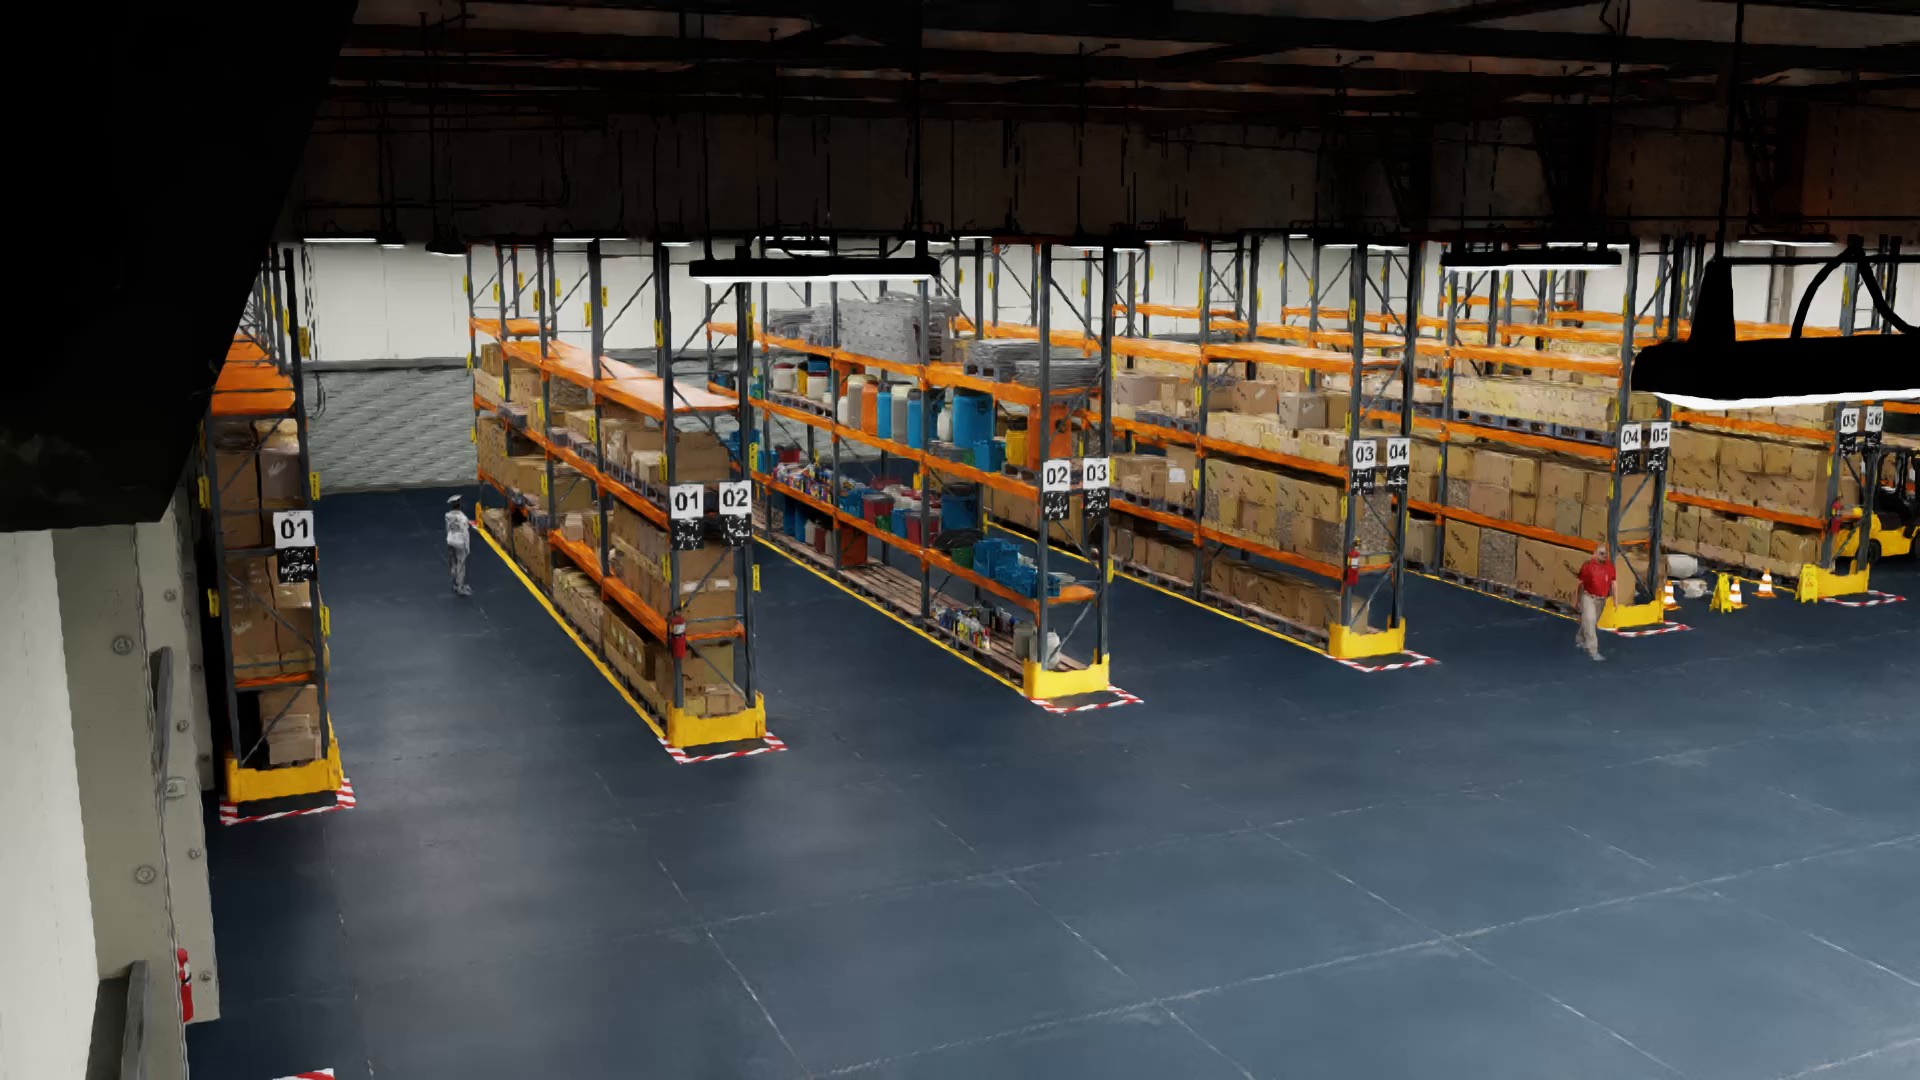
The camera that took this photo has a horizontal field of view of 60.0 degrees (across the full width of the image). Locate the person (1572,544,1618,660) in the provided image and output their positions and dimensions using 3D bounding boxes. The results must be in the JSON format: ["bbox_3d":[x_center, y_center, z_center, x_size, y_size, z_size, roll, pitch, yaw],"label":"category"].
[{"bbox_3d":[9.260,0.871,24.190,0.534,1.657,1.041,-3,11,-14],"label":"person"}]

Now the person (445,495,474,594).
[{"bbox_3d":[-8.515,0.067,28.316,0.532,1.676,0.409,8,13,34],"label":"person"}]
